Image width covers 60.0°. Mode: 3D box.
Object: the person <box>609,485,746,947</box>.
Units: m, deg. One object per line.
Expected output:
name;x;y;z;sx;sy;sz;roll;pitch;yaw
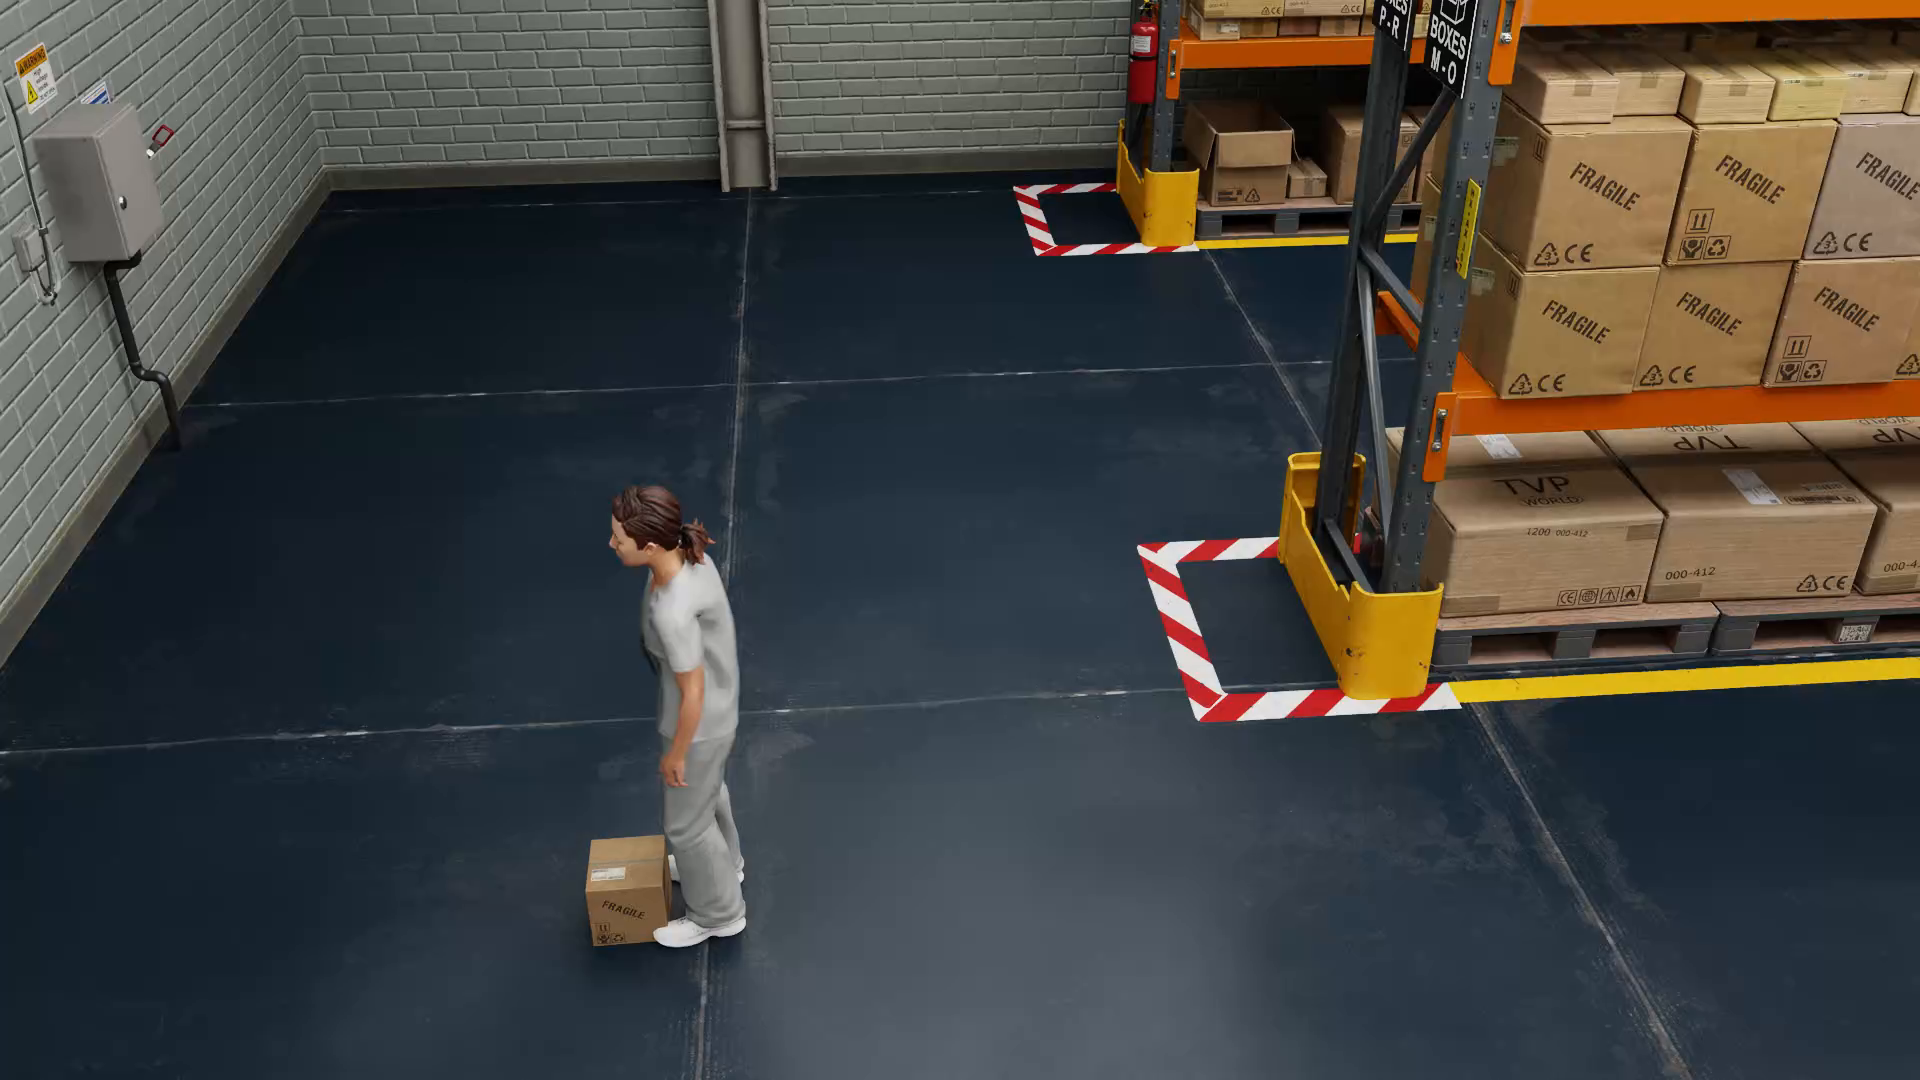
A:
person;-0.861;0.550;5.227;0.353;1.673;0.511;-4;31;-7
